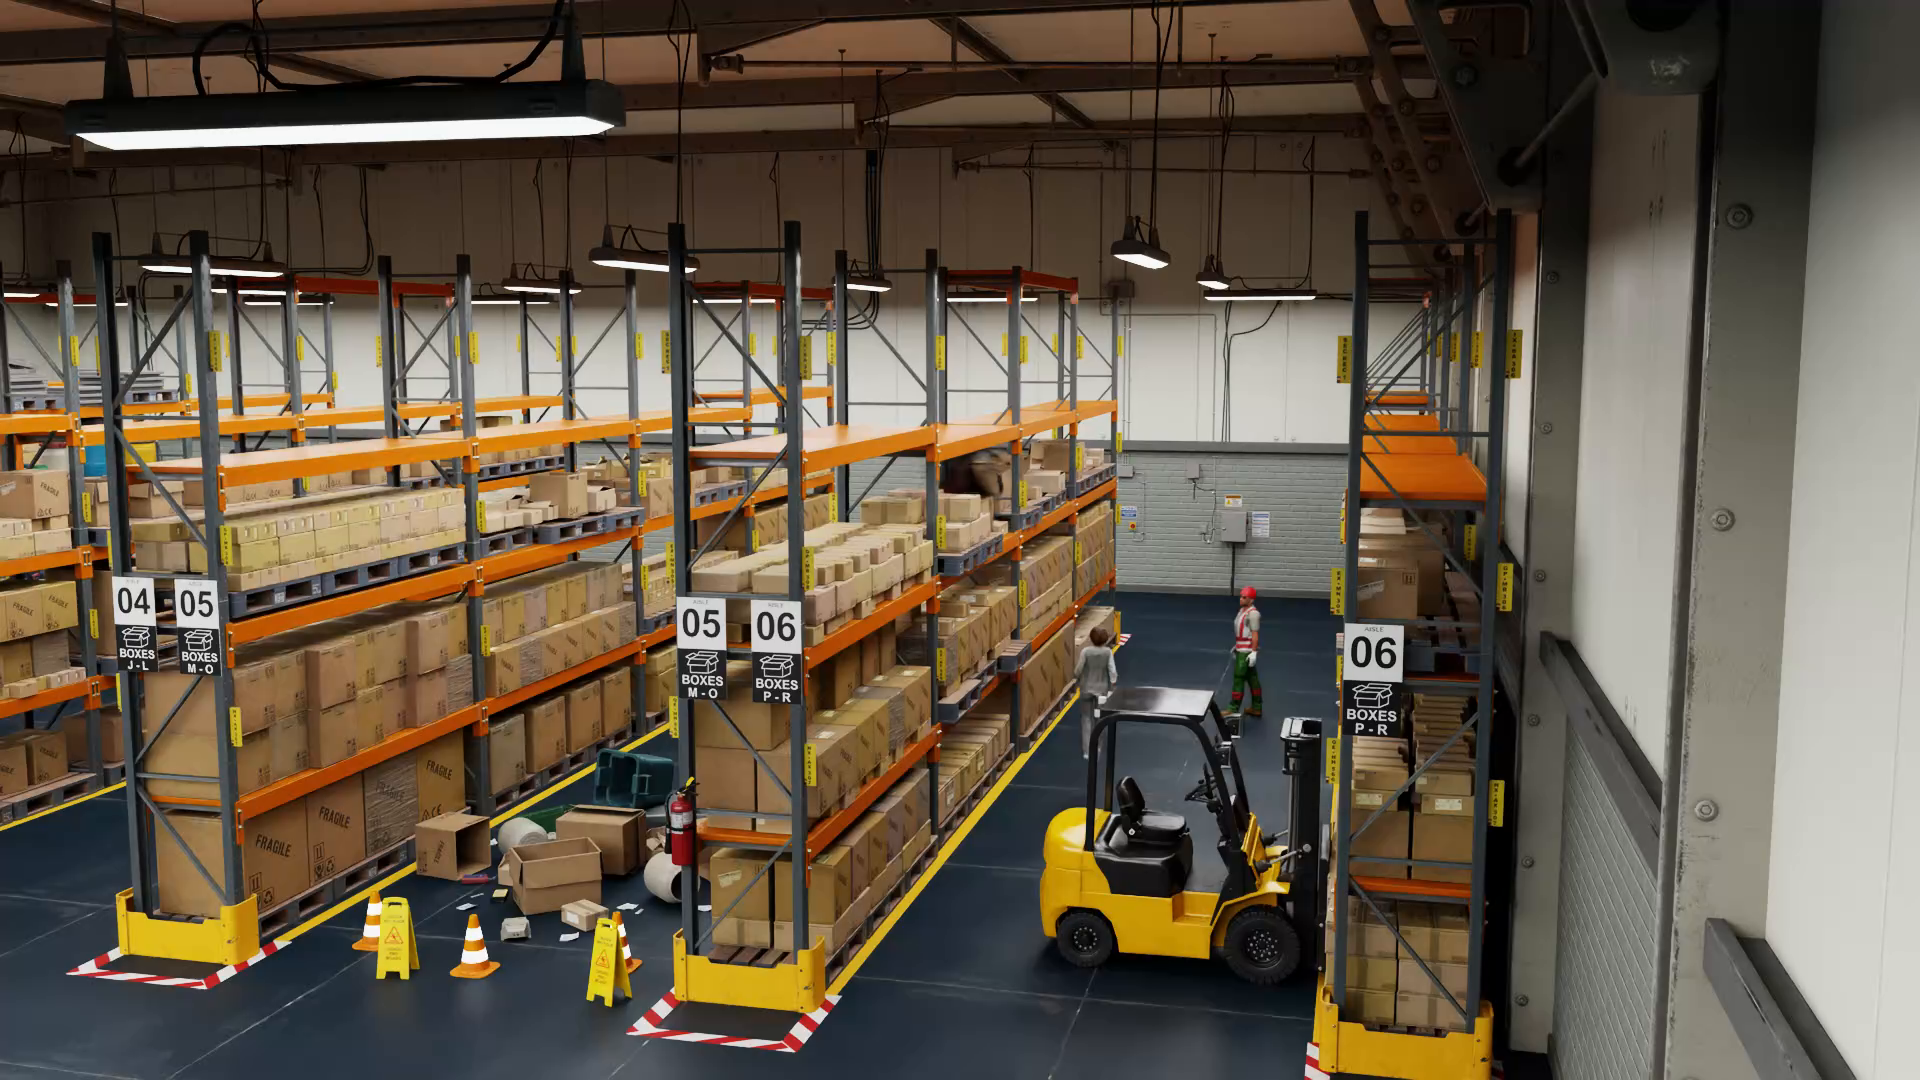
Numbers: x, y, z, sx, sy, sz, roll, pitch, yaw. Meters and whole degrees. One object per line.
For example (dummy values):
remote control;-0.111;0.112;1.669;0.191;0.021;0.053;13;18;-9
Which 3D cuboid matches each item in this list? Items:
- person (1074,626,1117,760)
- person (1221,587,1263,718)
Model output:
person;1.566;1.791;19.305;0.490;1.616;0.605;0;7;1
person;3.830;1.519;22.735;0.633;1.781;0.593;1;7;11
